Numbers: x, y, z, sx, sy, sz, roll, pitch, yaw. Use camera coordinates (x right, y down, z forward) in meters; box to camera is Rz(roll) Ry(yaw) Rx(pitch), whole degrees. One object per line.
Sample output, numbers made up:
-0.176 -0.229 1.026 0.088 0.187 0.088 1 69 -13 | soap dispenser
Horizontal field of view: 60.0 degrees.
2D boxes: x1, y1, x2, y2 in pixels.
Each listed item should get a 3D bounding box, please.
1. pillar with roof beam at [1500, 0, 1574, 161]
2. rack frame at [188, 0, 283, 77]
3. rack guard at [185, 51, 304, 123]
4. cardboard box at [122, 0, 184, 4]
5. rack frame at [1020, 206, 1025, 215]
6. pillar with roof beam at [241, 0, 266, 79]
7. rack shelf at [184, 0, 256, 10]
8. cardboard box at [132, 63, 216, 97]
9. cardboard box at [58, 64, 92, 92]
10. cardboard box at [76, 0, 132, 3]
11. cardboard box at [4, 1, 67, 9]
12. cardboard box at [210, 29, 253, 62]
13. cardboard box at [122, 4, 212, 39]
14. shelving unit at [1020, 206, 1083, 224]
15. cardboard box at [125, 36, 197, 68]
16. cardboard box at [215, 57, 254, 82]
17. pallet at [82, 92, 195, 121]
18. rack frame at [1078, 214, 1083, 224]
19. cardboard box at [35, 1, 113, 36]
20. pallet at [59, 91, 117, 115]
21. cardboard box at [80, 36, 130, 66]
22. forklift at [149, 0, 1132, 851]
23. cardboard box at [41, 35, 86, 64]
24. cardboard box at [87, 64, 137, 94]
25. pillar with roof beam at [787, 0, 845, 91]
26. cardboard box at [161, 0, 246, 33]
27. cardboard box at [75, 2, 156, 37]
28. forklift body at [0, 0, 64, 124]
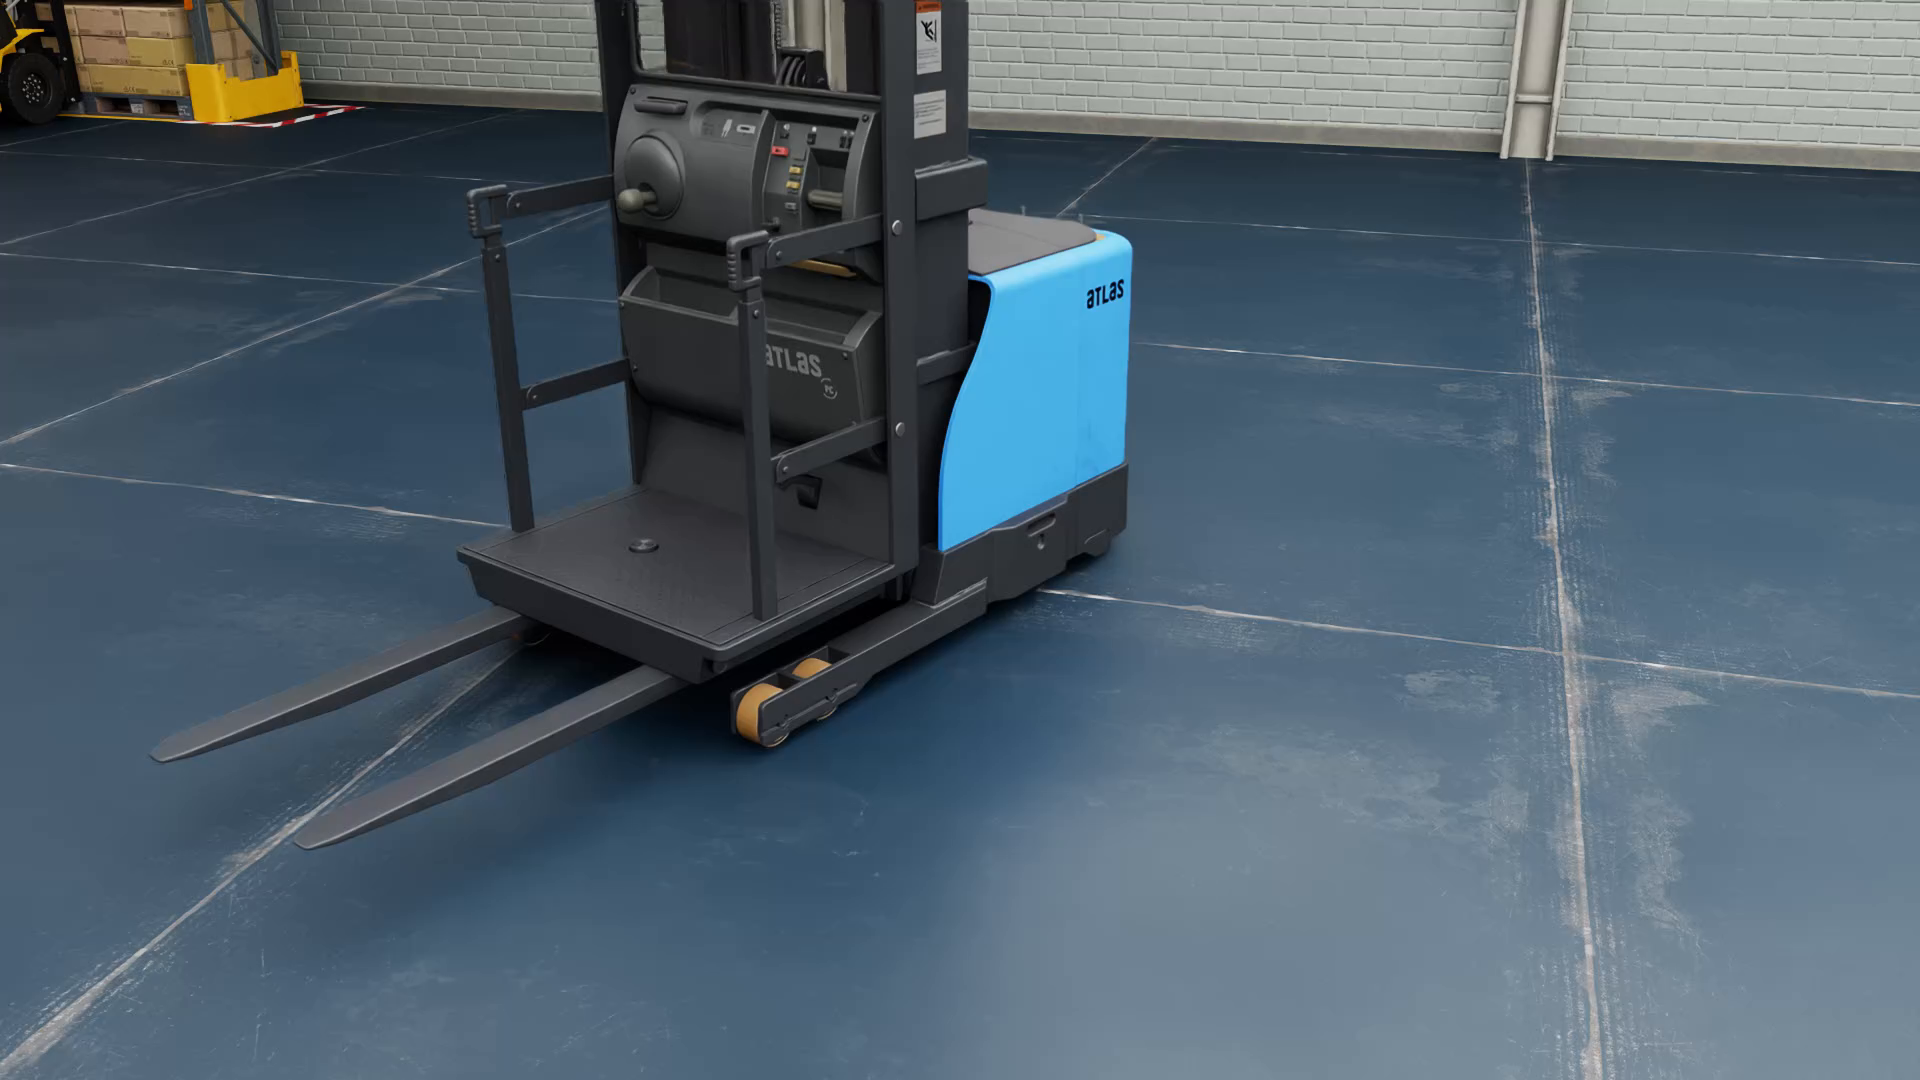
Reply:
3.247 -5.644 7.672 0.400 9.000 9.100 7 23 16 | pillar with roof beam
-6.592 -5.344 14.847 0.127 3.000 1.000 7 23 16 | rack frame
-6.569 -4.185 15.314 0.348 0.500 1.175 7 23 16 | rack guard
-7.477 -4.904 15.525 0.500 0.250 0.500 7 23 16 | cardboard box
0.166 -0.667 6.012 0.008 1.050 0.200 16 27 34 | rack frame
-8.242 -6.960 10.879 0.400 9.000 9.100 7 23 16 | pillar with roof beam
-8.507 -5.231 15.518 4.000 0.370 1.077 7 23 16 | rack shelf
-7.133 -4.203 15.134 0.500 0.250 0.500 7 23 16 | cardboard box
-8.083 -4.319 15.417 0.500 0.250 0.500 7 23 16 | cardboard box
-7.952 -4.963 15.668 0.500 0.250 0.500 6 23 15 | cardboard box
-8.582 -4.830 15.345 0.500 0.250 0.500 6 23 14 | cardboard box
-6.982 -4.625 15.503 0.500 0.250 0.500 7 23 16 | cardboard box
-7.123 -4.666 14.946 0.500 0.250 0.500 7 23 17 | cardboard box
0.263 -0.639 5.944 0.252 1.050 0.215 16 27 34 | shelving unit
-7.148 -4.438 15.047 0.500 0.250 0.500 6 23 15 | cardboard box
-7.006 -4.391 15.593 0.500 0.250 0.500 7 23 16 | cardboard box
-7.336 -4.123 15.543 1.213 0.211 1.003 7 23 16 | pallet
0.361 -0.611 5.876 0.008 1.050 0.200 16 27 34 | rack frame
-8.099 -4.772 15.203 0.500 0.250 0.500 7 23 16 | cardboard box
-8.500 -4.257 15.871 1.213 0.211 1.003 7 23 15 | pallet
-7.625 -4.497 15.190 0.500 0.250 0.500 6 23 15 | cardboard box
-0.733 -1.017 4.387 1.130 2.935 3.031 16 27 35 | forklift
-8.126 -4.545 15.310 0.500 0.250 0.500 6 23 14 | cardboard box
-7.606 -4.261 15.276 0.500 0.250 0.500 7 23 15 | cardboard box
-2.497 -6.302 9.276 0.400 9.000 9.100 7 23 16 | pillar with roof beam
-6.997 -4.851 15.395 0.500 0.250 0.500 6 23 15 | cardboard box
-7.613 -4.720 15.077 0.500 0.250 0.500 7 23 16 | cardboard box
-8.934 -4.497 13.898 1.214 2.155 2.313 7 23 16 | forklift body
